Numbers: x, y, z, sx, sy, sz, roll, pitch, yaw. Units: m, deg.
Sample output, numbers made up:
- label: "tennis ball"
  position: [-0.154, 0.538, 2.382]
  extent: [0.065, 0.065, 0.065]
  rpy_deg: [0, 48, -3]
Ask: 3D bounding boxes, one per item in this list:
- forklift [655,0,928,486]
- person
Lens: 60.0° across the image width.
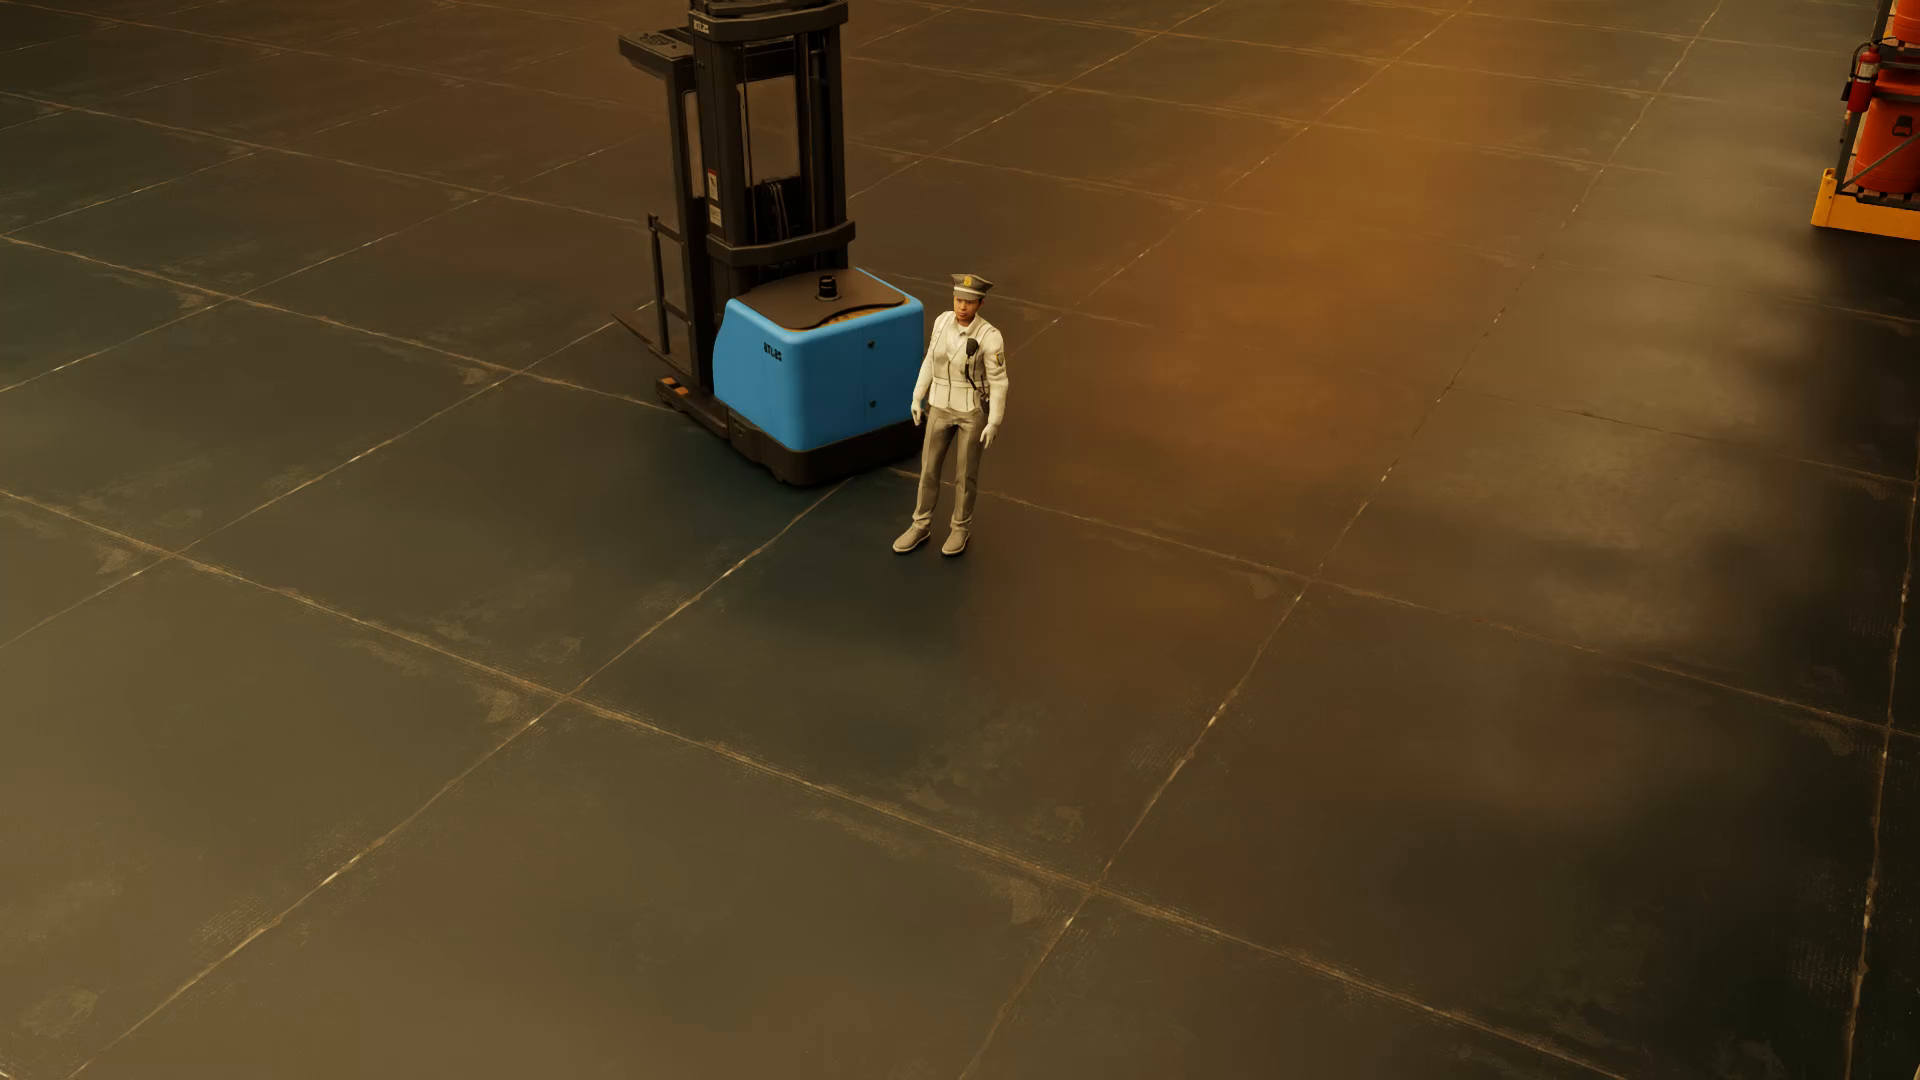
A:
- label: "forklift"
  position: [-1.161, -2.043, 10.674]
  extent: [1.129, 2.867, 1.939]
  rpy_deg: [-20, 35, -31]
- label: "person"
  position: [-0.054, -0.689, 9.530]
  extent: [0.568, 1.651, 0.501]
  rpy_deg: [15, 33, 25]
